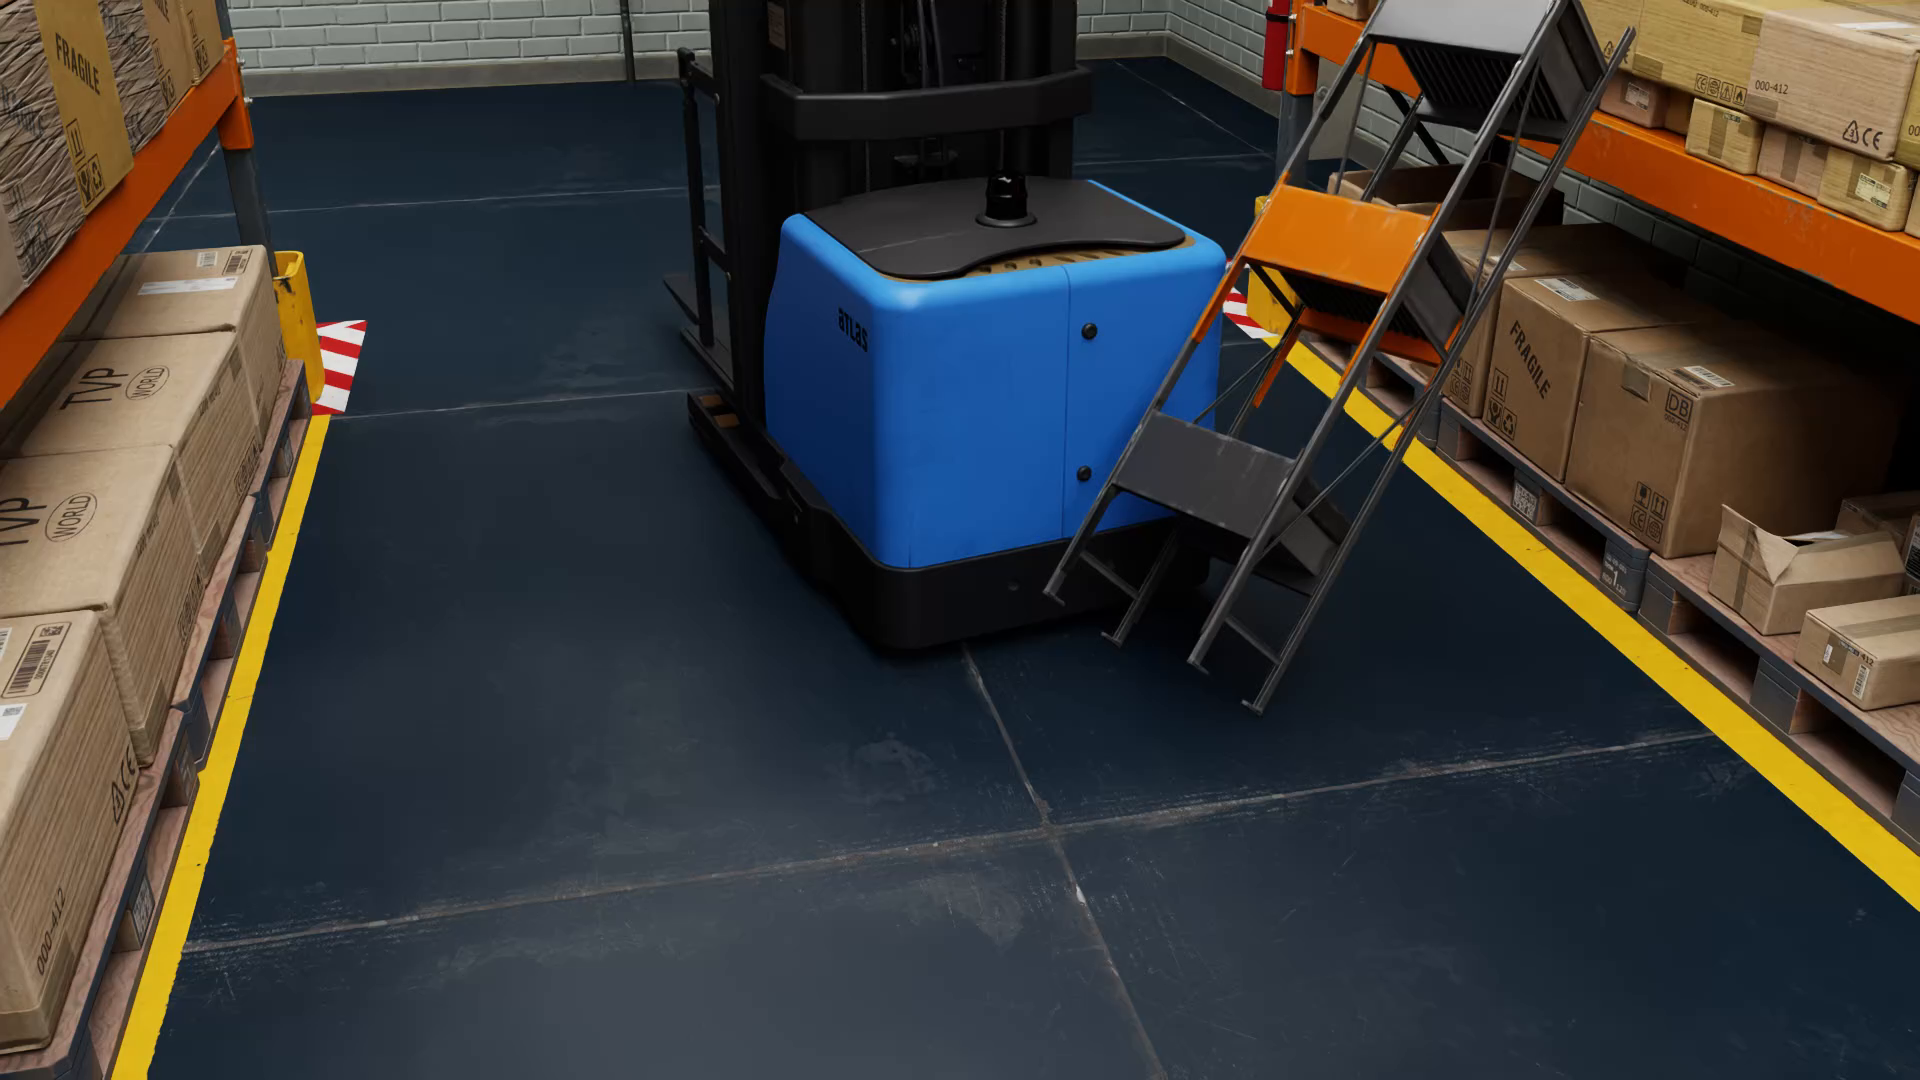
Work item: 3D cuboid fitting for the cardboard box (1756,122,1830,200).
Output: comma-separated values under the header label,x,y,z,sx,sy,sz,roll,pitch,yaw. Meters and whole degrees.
label,x,y,z,sx,sy,sz,roll,pitch,yaw
cardboard box,2.205,-0.945,4.071,0.380,0.149,0.250,-5,27,-10

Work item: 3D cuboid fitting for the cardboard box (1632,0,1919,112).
label,x,y,z,sx,sy,sz,roll,pitch,yaw
cardboard box,2.139,-1.304,4.341,0.500,0.250,0.500,-6,27,-12

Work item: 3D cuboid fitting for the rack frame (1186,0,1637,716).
label,x,y,z,sx,sy,sz,roll,pitch,yaw
rack frame,1.179,-0.533,4.221,0.015,2.100,0.400,25,-7,42

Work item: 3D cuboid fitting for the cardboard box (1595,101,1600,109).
label,x,y,z,sx,sy,sz,roll,pitch,yaw
cardboard box,1.944,-1.388,4.950,0.380,0.149,0.250,-5,27,-10

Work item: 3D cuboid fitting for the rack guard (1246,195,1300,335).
label,x,y,z,sx,sy,sz,roll,pitch,yaw
rack guard,1.833,-1.207,7.087,1.175,0.500,0.348,-6,27,-12

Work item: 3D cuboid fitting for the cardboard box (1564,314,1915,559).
label,x,y,z,sx,sy,sz,roll,pitch,yaw
cardboard box,2.251,-0.315,4.854,0.700,0.500,0.500,-7,28,-14

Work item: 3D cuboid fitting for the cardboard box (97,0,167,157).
label,x,y,z,sx,sy,sz,roll,pitch,yaw
cardboard box,-2.428,-1.264,4.315,0.500,0.500,0.500,-5,27,-10

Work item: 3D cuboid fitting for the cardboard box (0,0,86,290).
label,x,y,z,sx,sy,sz,roll,pitch,yaw
cardboard box,-2.183,-0.813,3.420,0.500,0.500,0.500,-6,27,-11

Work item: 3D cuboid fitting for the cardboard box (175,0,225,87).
label,x,y,z,sx,sy,sz,roll,pitch,yaw
cardboard box,-2.652,-1.711,5.200,0.500,0.500,0.500,-6,27,-11

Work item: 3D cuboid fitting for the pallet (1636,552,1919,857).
label,x,y,z,sx,sy,sz,roll,pitch,yaw
pallet,2.564,0.343,4.337,1.003,0.211,1.213,-6,27,-12

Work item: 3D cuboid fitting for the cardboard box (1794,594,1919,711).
label,x,y,z,sx,sy,sz,roll,pitch,yaw
cardboard box,2.306,0.270,4.085,0.380,0.149,0.250,-7,28,-13

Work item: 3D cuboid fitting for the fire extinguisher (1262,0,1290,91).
label,x,y,z,sx,sy,sz,roll,pitch,yaw
fire extinguisher,1.333,-2.173,6.727,0.296,0.674,0.183,-6,27,-12

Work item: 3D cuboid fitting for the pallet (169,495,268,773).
label,x,y,z,sx,sy,sz,roll,pitch,yaw
pallet,-2.491,0.271,4.478,1.003,0.211,1.213,-6,27,-12

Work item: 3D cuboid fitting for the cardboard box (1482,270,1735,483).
label,x,y,z,sx,sy,sz,roll,pitch,yaw
cardboard box,2.038,-0.529,5.277,0.500,0.500,0.500,-5,27,-11

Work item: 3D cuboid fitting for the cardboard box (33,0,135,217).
label,x,y,z,sx,sy,sz,roll,pitch,yaw
cardboard box,-2.299,-1.039,3.868,0.500,0.500,0.500,-5,27,-10

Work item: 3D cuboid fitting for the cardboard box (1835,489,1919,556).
label,x,y,z,sx,sy,sz,roll,pitch,yaw
cardboard box,2.701,-0.020,4.658,0.380,0.149,0.250,-6,27,-12

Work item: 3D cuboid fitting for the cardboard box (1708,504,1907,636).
label,x,y,z,sx,sy,sz,roll,pitch,yaw
cardboard box,2.226,0.061,4.369,0.396,0.266,0.258,-5,27,-10

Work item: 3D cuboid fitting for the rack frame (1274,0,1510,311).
label,x,y,z,sx,sy,sz,roll,pitch,yaw
rack frame,1.816,-2.357,6.590,1.000,3.000,0.127,-6,27,-12

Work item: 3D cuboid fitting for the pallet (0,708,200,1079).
label,x,y,z,sx,sy,sz,roll,pitch,yaw
pallet,-2.212,0.808,3.415,1.003,0.211,1.213,-6,27,-12

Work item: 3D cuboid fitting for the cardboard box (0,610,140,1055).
label,x,y,z,sx,sy,sz,roll,pitch,yaw
cardboard box,-2.154,0.575,3.160,0.875,0.438,0.875,-6,27,-12

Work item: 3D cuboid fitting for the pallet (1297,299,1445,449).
label,x,y,z,sx,sy,sz,roll,pitch,yaw
pallet,2.014,-0.729,6.459,1.003,0.211,1.213,-6,27,-12

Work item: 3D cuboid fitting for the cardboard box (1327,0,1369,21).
label,x,y,z,sx,sy,sz,roll,pitch,yaw
cardboard box,1.623,-2.072,6.306,0.380,0.149,0.250,-6,27,-12

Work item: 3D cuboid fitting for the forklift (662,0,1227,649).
label,x,y,z,sx,sy,sz,roll,pitch,yaw
forklift,-0.323,-1.652,5.271,1.130,2.935,3.031,-11,29,-21

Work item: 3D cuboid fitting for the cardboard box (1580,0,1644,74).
label,x,y,z,sx,sy,sz,roll,pitch,yaw
cardboard box,2.023,-1.530,4.789,0.500,0.250,0.500,-7,28,-13

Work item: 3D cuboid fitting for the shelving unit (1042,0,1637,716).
label,x,y,z,sx,sy,sz,roll,pitch,yaw
shelving unit,1.014,-0.611,4.384,0.503,2.100,0.431,25,-7,42

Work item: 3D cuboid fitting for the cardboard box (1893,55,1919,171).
label,x,y,z,sx,sy,sz,roll,pitch,yaw
cardboard box,2.365,-0.865,3.472,0.500,0.250,0.500,-5,27,-10

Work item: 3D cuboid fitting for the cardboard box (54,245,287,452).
label,x,y,z,sx,sy,sz,roll,pitch,yaw
cardboard box,-2.773,-0.615,5.517,0.875,0.438,0.875,-7,28,-13

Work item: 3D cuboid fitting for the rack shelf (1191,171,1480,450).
label,x,y,z,sx,sy,sz,roll,pitch,yaw
rack shelf,1.008,-0.599,4.383,0.480,0.518,0.431,25,-7,42

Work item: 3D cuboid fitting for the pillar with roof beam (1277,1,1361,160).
label,x,y,z,sx,sy,sz,roll,pitch,yaw
pillar with roof beam,-2.107,-5.873,6.899,9.100,9.000,0.400,-6,27,-12

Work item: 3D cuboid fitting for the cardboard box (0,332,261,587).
label,x,y,z,sx,sy,sz,roll,pitch,yaw
cardboard box,-2.558,-0.214,4.723,0.875,0.438,0.875,-5,27,-10

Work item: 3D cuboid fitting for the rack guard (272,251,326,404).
label,x,y,z,sx,sy,sz,roll,pitch,yaw
rack guard,-3.024,-0.746,6.173,1.175,0.500,0.348,-6,27,-12

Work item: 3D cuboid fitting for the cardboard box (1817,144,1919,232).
label,x,y,z,sx,sy,sz,roll,pitch,yaw
cardboard box,2.238,-0.827,3.838,0.380,0.149,0.250,-5,27,-10

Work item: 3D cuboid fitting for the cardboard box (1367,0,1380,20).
label,x,y,z,sx,sy,sz,roll,pitch,yaw
cardboard box,1.726,-1.965,6.094,0.380,0.149,0.250,-5,27,-10

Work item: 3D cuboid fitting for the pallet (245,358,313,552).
label,x,y,z,sx,sy,sz,roll,pitch,yaw
pallet,-2.762,-0.263,5.537,1.003,0.211,1.213,-6,27,-12

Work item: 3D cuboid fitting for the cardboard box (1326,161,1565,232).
label,x,y,z,sx,sy,sz,roll,pitch,yaw
cardboard box,1.862,-1.152,6.507,0.797,0.503,0.637,-7,28,-14

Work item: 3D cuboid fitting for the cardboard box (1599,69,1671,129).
label,x,y,z,sx,sy,sz,roll,pitch,yaw
cardboard box,2.070,-1.282,4.740,0.380,0.149,0.250,-6,27,-12

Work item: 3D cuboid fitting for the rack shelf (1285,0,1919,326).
label,x,y,z,sx,sy,sz,roll,pitch,yaw
rack shelf,2.267,-1.158,5.013,1.077,0.370,4.000,-6,27,-12

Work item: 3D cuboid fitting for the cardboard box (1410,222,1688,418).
label,x,y,z,sx,sy,sz,roll,pitch,yaw
cardboard box,2.017,-0.771,5.757,0.700,0.500,0.500,-5,27,-9

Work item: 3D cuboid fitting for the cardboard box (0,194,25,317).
label,x,y,z,sx,sy,sz,roll,pitch,yaw
cardboard box,-2.077,-0.594,2.986,0.500,0.500,0.500,-6,27,-11

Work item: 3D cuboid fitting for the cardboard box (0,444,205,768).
label,x,y,z,sx,sy,sz,roll,pitch,yaw
cardboard box,-2.357,0.182,3.938,0.875,0.438,0.875,-7,28,-13

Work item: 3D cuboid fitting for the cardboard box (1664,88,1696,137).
label,x,y,z,sx,sy,sz,roll,pitch,yaw
cardboard box,2.171,-1.179,4.535,0.380,0.149,0.250,-6,27,-11

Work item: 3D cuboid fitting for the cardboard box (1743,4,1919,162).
label,x,y,z,sx,sy,sz,roll,pitch,yaw
cardboard box,2.238,-1.084,3.905,0.500,0.250,0.500,-6,27,-11

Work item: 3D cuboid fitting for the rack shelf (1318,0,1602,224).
label,x,y,z,sx,sy,sz,roll,pitch,yaw
rack shelf,1.356,-1.203,4.447,0.480,0.518,0.431,25,-7,42

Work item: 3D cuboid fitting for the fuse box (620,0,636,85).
label,x,y,z,sx,sy,sz,roll,pitch,yaw
fuse box,-2.233,-3.898,11.074,0.539,1.711,0.414,-6,27,-12

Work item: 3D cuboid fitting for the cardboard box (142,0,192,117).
label,x,y,z,sx,sy,sz,roll,pitch,yaw
cardboard box,-2.554,-1.489,4.760,0.500,0.500,0.500,-7,28,-13

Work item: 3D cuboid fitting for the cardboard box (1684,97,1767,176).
label,x,y,z,sx,sy,sz,roll,pitch,yaw
cardboard box,2.120,-1.054,4.288,0.380,0.149,0.250,-6,27,-12

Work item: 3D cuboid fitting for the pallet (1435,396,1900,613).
label,x,y,z,sx,sy,sz,roll,pitch,yaw
pallet,2.286,-0.194,5.400,1.003,0.211,1.213,-6,27,-12

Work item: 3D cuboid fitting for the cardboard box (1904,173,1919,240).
label,x,y,z,sx,sy,sz,roll,pitch,yaw
cardboard box,2.320,-0.715,3.617,0.380,0.149,0.250,-5,27,-10

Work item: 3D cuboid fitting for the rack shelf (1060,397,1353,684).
label,x,y,z,sx,sy,sz,roll,pitch,yaw
rack shelf,0.659,0.005,4.319,0.480,0.518,0.431,25,-7,42

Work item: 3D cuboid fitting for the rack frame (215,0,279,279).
label,x,y,z,sx,sy,sz,roll,pitch,yaw
rack frame,-3.019,-1.851,5.588,1.000,3.000,0.127,-6,27,-12

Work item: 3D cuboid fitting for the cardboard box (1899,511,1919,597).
label,x,y,z,sx,sy,sz,roll,pitch,yaw
cardboard box,2.799,0.098,4.245,0.500,0.311,0.500,-5,27,-10

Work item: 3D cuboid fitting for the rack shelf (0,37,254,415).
label,x,y,z,sx,sy,sz,roll,pitch,yaw
rack shelf,-2.568,-0.652,4.011,1.077,0.370,4.000,-6,27,-12

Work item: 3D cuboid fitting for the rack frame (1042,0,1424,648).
label,x,y,z,sx,sy,sz,roll,pitch,yaw
rack frame,0.850,-0.688,4.547,0.015,2.100,0.400,25,-7,42
